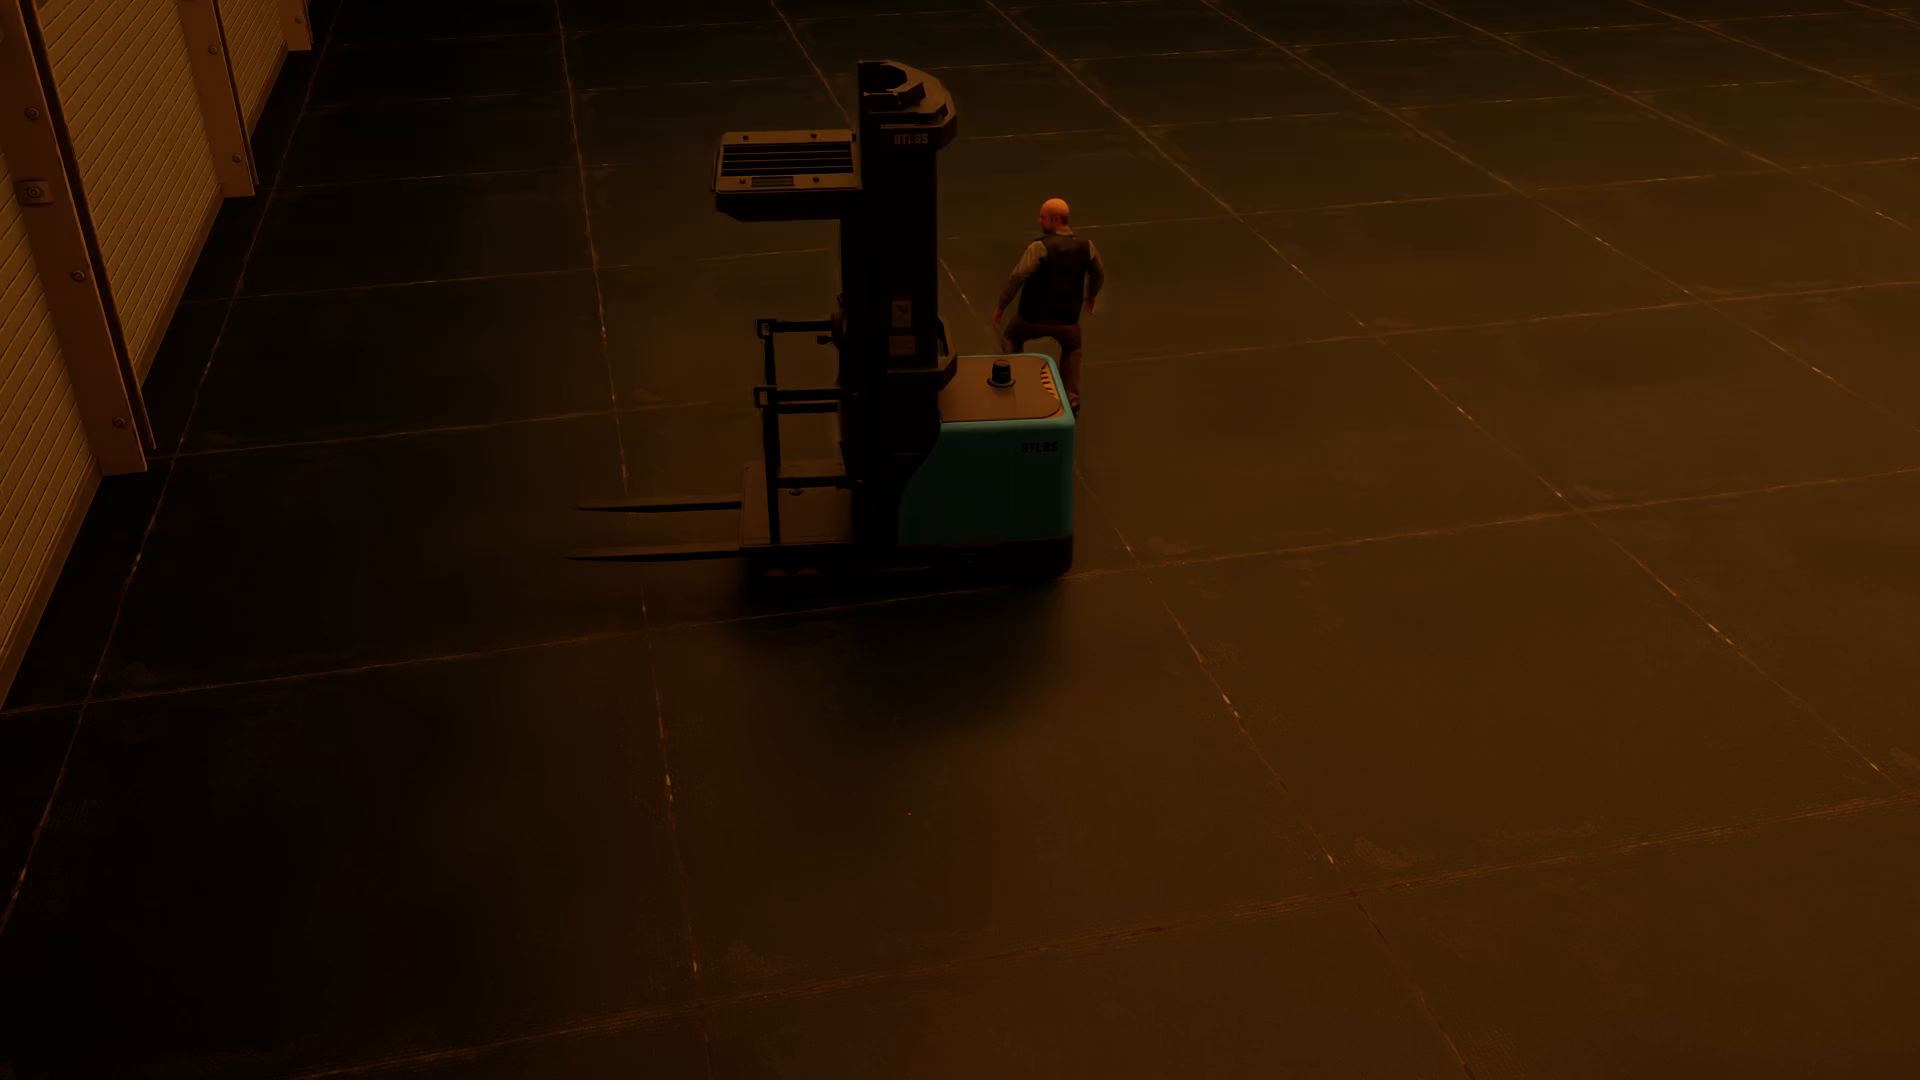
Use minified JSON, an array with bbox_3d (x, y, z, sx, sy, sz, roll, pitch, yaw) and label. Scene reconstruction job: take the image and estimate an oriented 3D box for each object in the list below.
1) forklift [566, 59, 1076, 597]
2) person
[{"bbox_3d":[-0.865,-1.206,9.658,3.031,2.935,1.130,-3,30,-4],"label":"forklift"},{"bbox_3d":[0.610,-1.615,11.705,0.835,1.613,0.558,-4,30,-7],"label":"person"}]
